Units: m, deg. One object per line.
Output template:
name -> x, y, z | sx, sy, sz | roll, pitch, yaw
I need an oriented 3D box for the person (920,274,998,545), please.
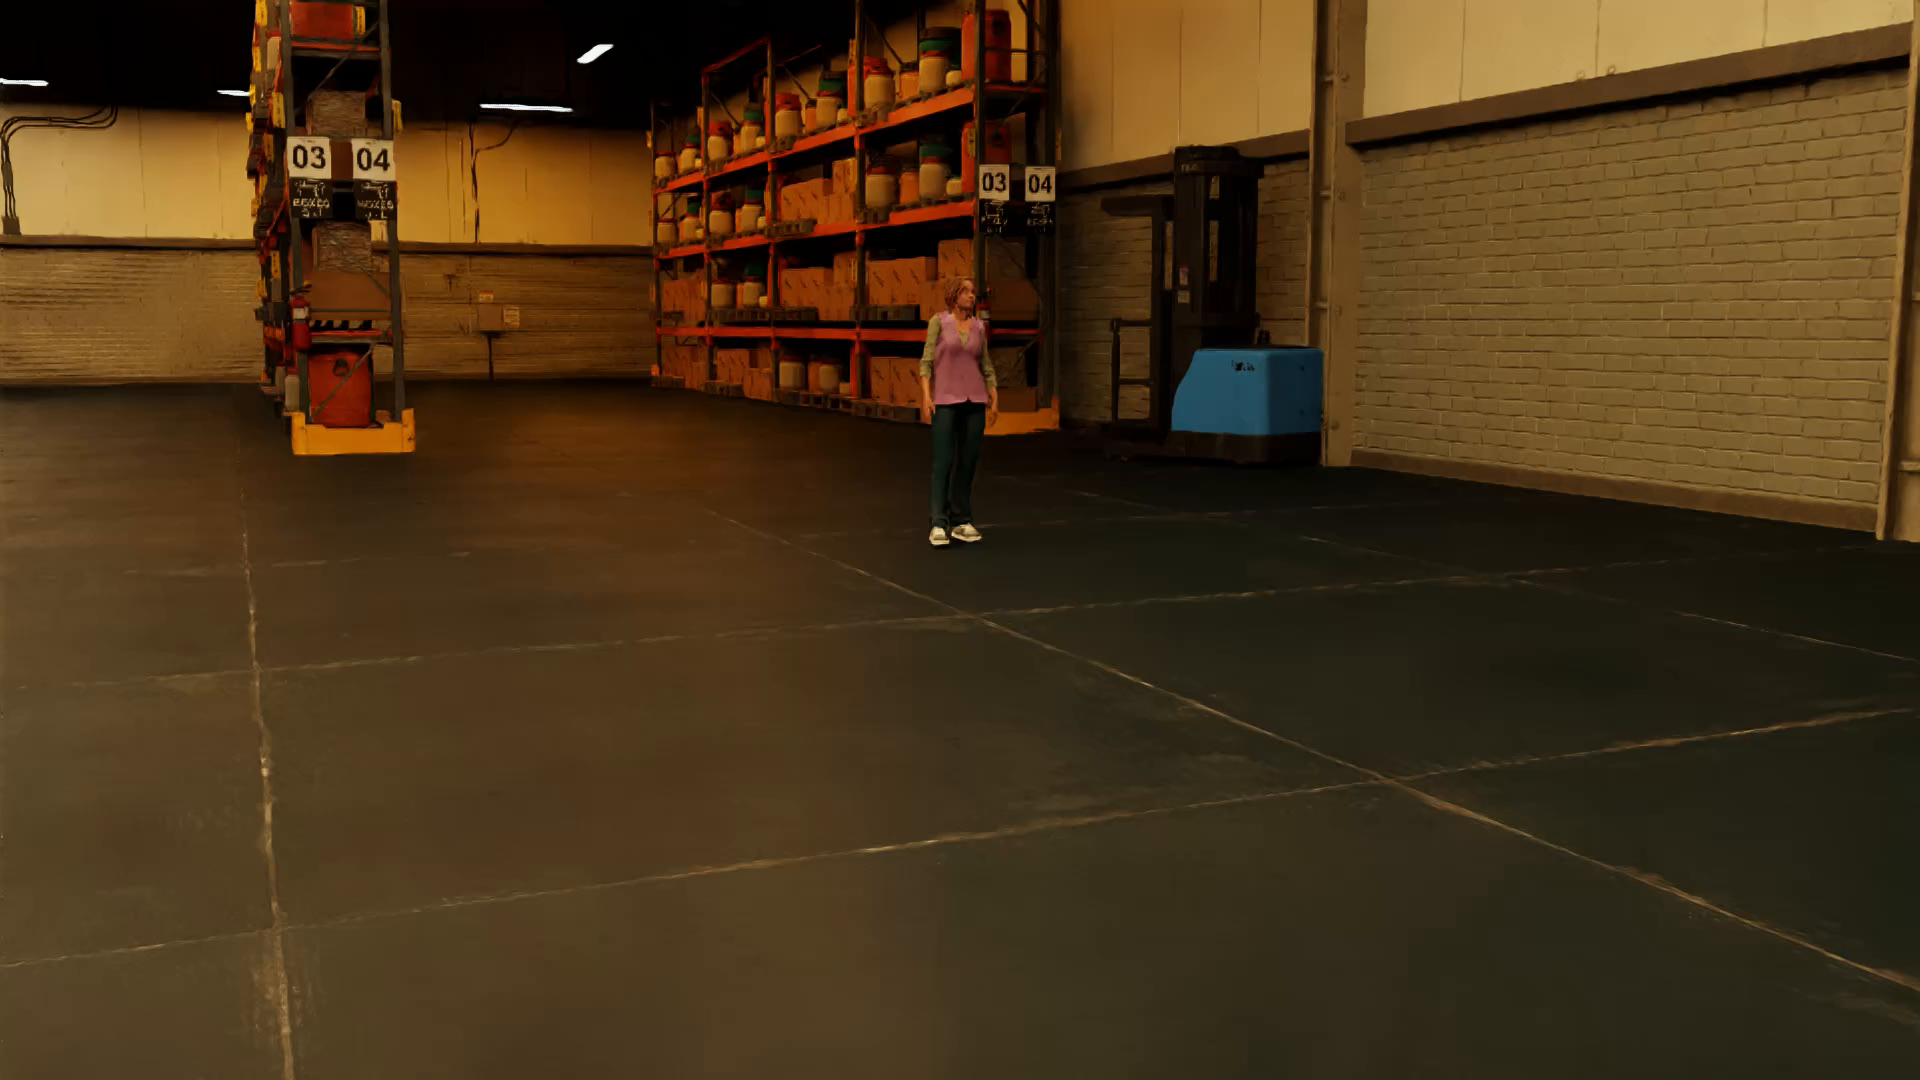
person -> 0.017, -0.789, 9.976 | 0.520, 1.597, 0.474 | -3, 8, -23

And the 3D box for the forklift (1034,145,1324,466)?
forklift -> 2.045, -2.267, 16.137 | 1.130, 2.935, 3.031 | -7, 10, -43
